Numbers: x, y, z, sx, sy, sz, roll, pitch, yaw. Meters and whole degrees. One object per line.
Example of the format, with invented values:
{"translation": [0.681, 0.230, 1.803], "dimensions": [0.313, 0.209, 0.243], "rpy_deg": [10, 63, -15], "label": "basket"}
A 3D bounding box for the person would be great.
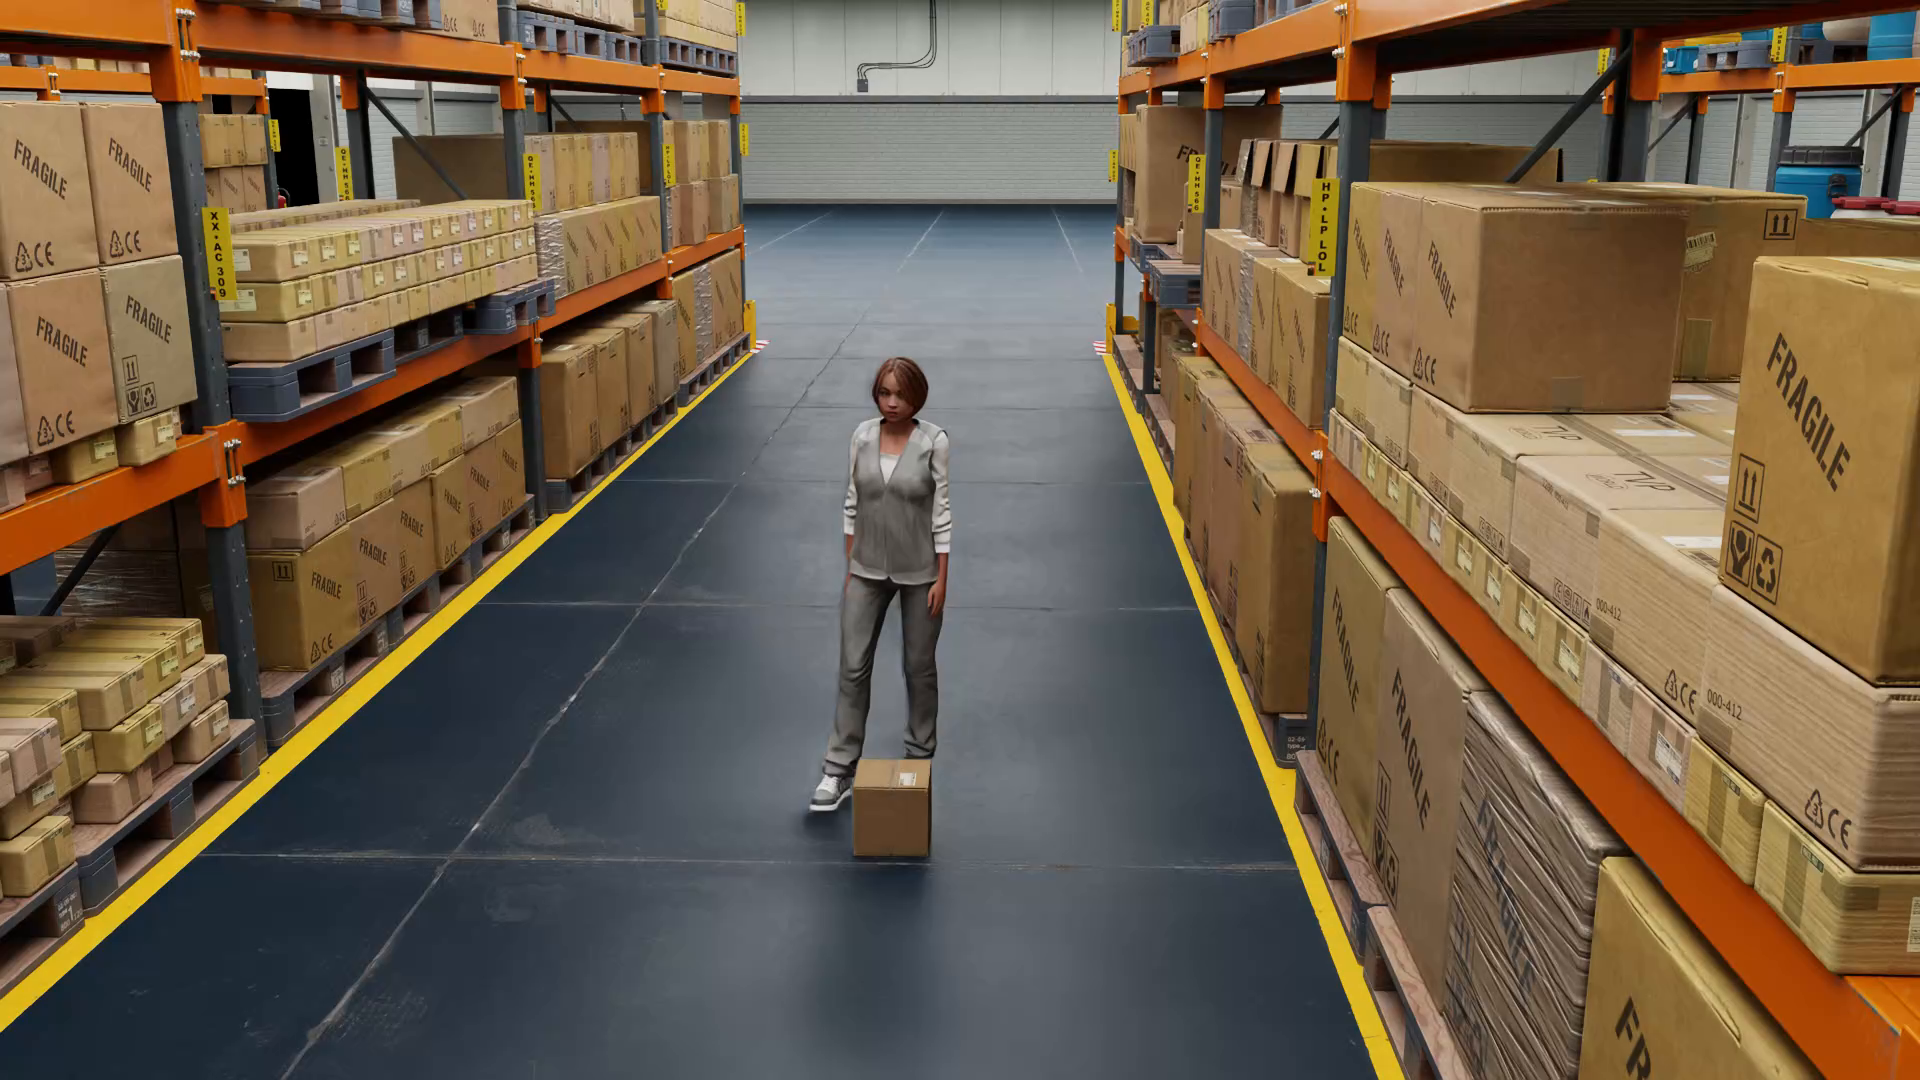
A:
{"translation": [-0.269, 0.157, 5.860], "dimensions": [0.456, 1.594, 0.572], "rpy_deg": [3, 14, 10], "label": "person"}
